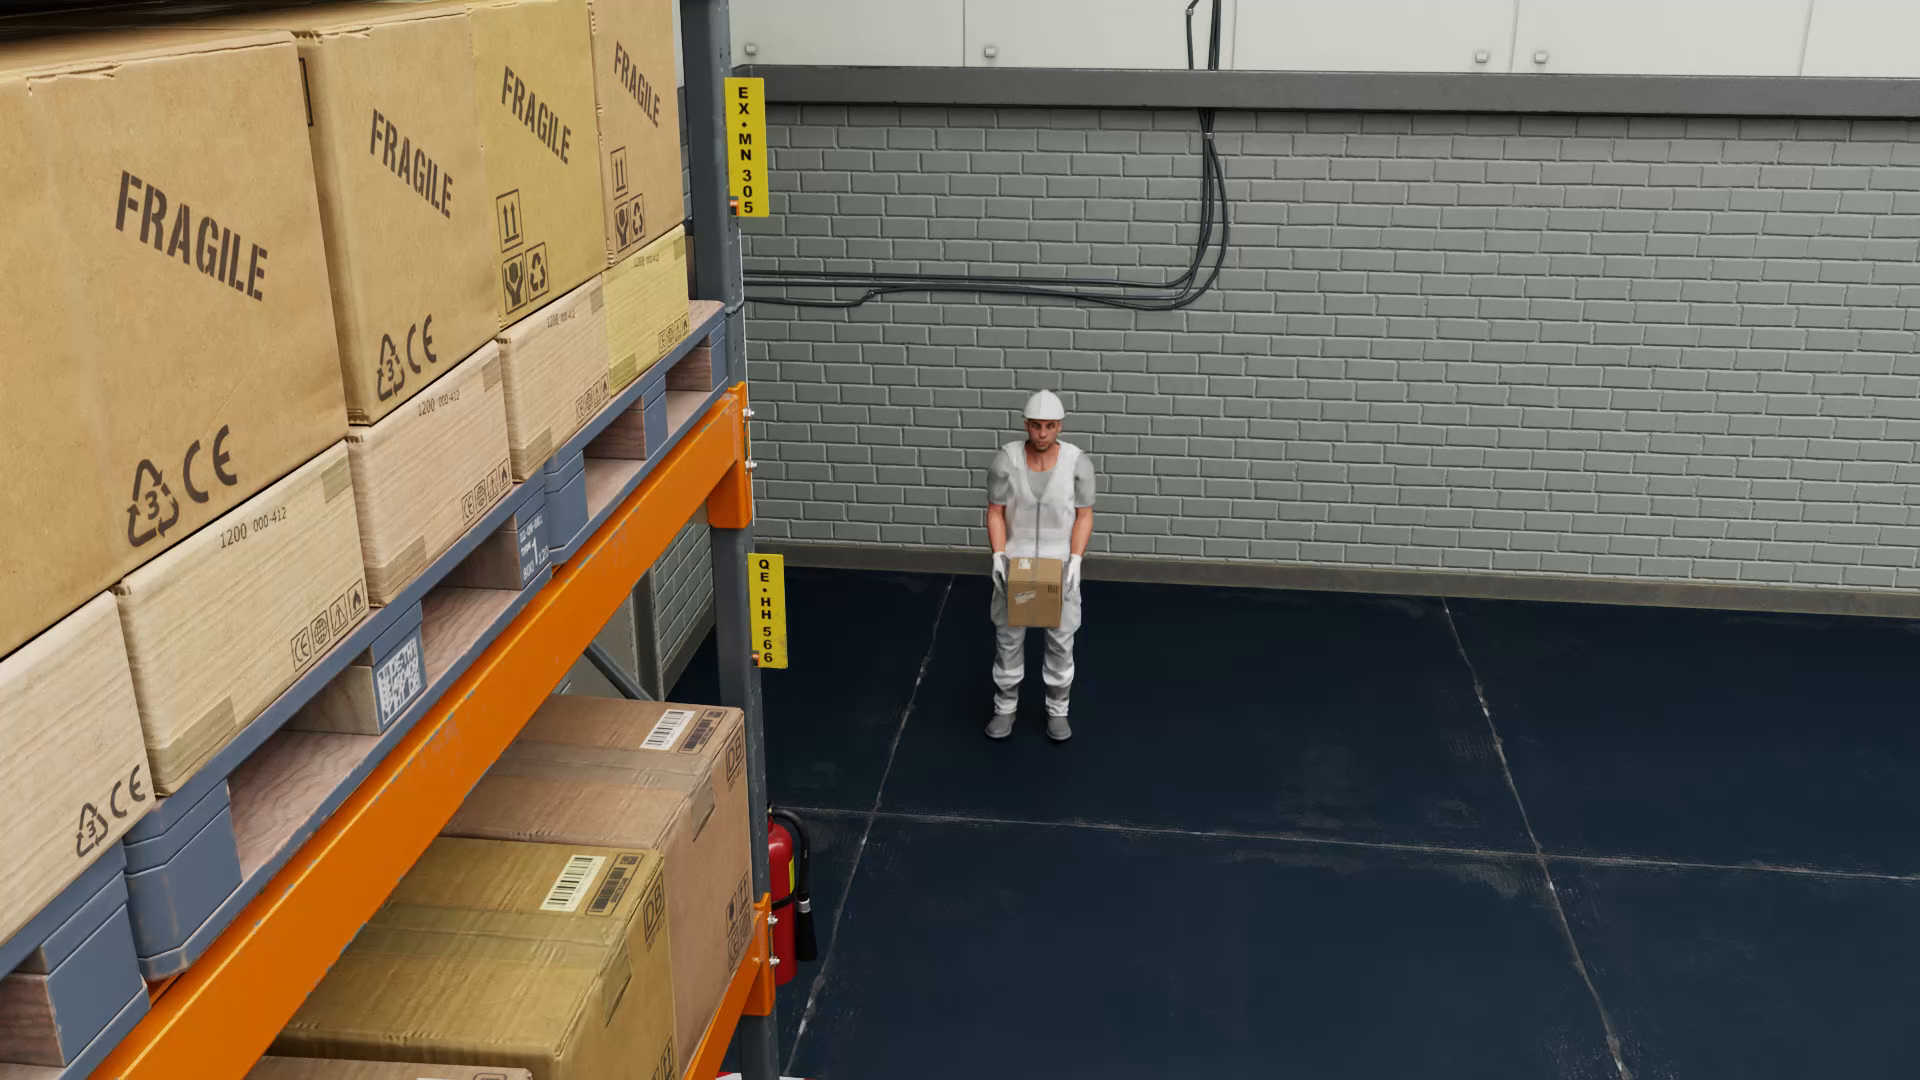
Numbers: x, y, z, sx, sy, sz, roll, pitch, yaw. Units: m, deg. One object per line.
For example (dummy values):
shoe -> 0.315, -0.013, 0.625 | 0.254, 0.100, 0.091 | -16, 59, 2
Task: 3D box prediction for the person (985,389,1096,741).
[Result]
person -> 0.389, 0.139, 8.181 | 0.533, 1.793, 0.474 | 2, 21, 6
